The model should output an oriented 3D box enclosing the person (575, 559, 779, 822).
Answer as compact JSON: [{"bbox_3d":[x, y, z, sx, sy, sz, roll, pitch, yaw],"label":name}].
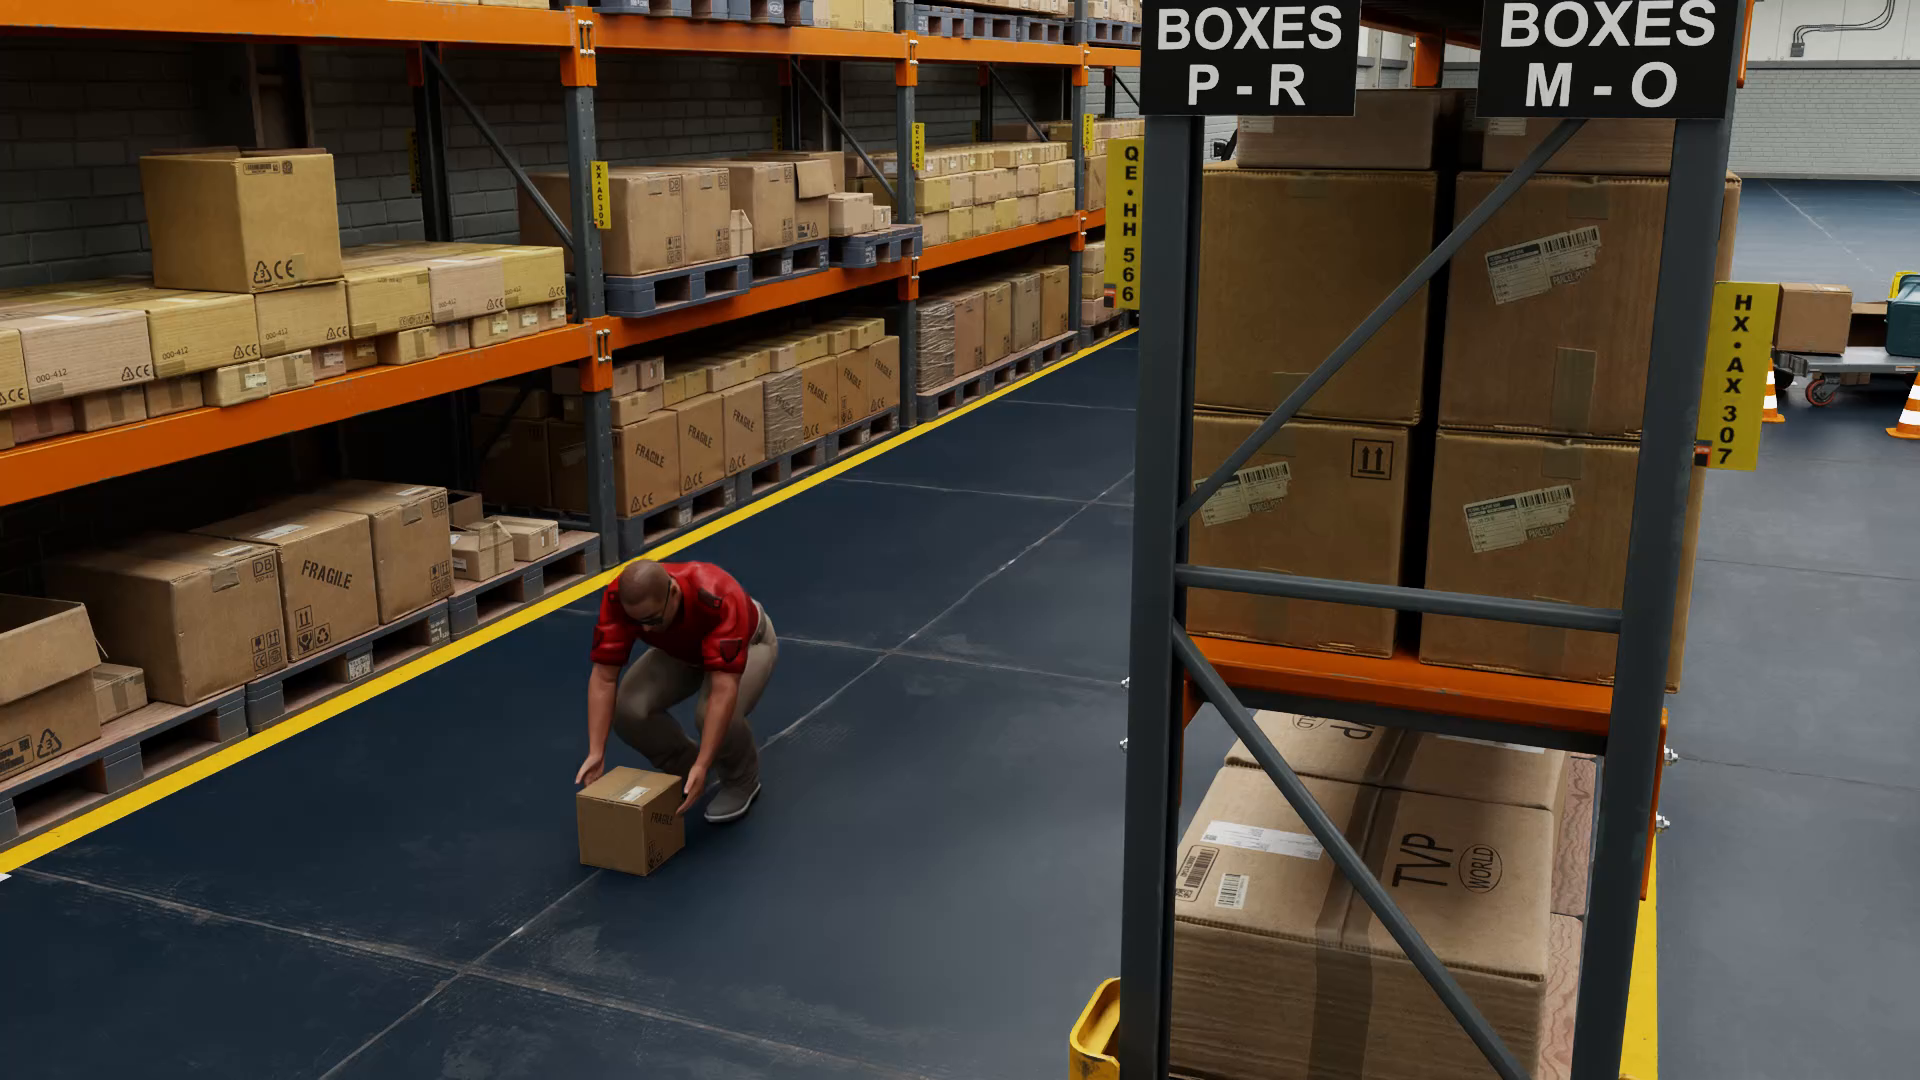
[{"bbox_3d":[-0.918,0.469,5.706,0.570,1.012,0.866,6,16,21],"label":"person"}]
